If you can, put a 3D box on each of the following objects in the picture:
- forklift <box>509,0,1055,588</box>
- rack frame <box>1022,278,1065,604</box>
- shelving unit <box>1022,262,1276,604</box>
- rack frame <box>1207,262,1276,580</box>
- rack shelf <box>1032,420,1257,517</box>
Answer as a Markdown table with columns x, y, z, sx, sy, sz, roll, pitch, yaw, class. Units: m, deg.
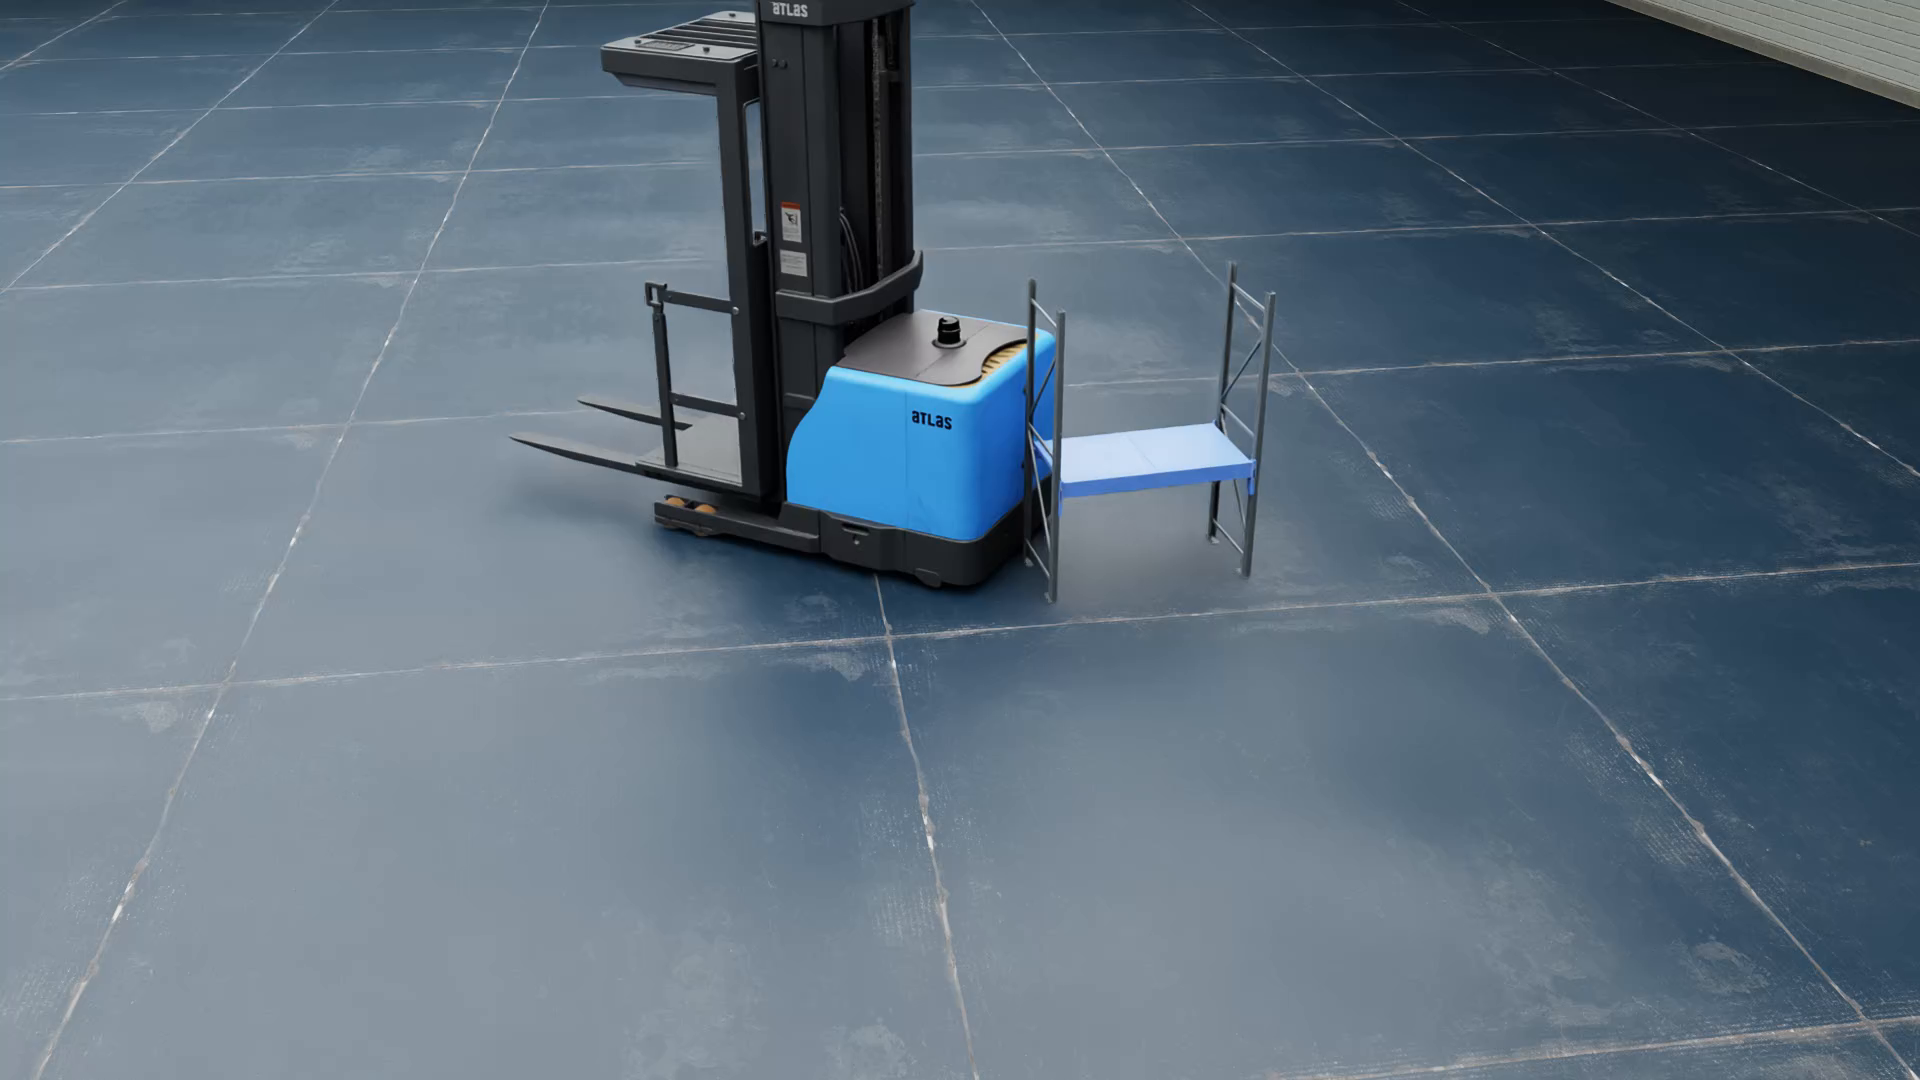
| x | y | z | sx | sy | sz | roll | pitch | yaw | class |
| --- | --- | --- | --- | --- | --- | --- | --- | --- | --- |
| -1.053 | -1.522 | 8.505 | 3.031 | 2.935 | 1.130 | 13 | 30 | 23 | forklift |
| 0.398 | -0.464 | 8.012 | 0.032 | 1.500 | 0.500 | -7 | 28 | -13 | rack frame |
| 0.890 | -0.522 | 8.124 | 1.048 | 1.500 | 0.538 | -7 | 28 | -13 | shelving unit |
| 1.383 | -0.579 | 8.235 | 0.032 | 1.500 | 0.500 | -7 | 28 | -13 | rack frame |
| 0.890 | -0.361 | 8.206 | 1.000 | 0.185 | 0.538 | -7 | 28 | -13 | rack shelf |
